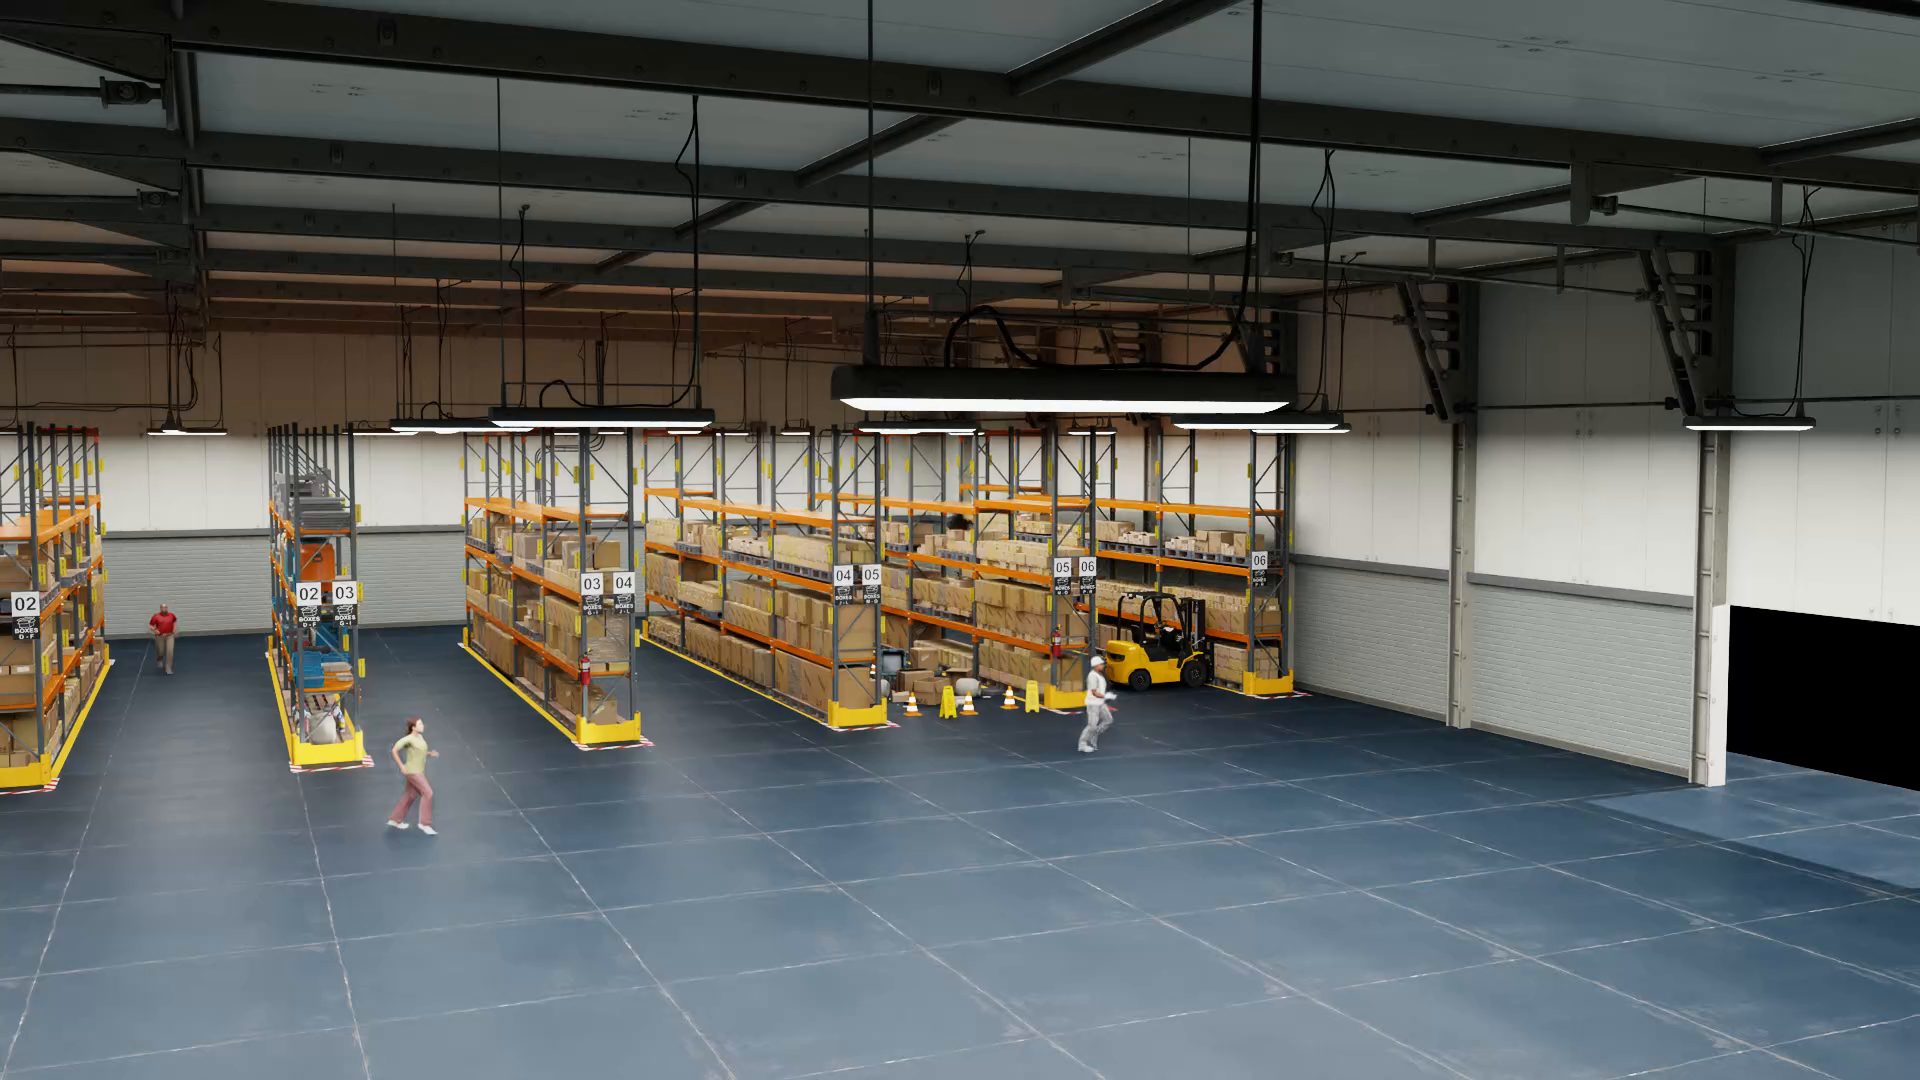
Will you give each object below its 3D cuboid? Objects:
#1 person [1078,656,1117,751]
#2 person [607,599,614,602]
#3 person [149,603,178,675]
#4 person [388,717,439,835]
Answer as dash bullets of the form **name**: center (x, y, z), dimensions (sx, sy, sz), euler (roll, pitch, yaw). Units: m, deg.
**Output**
- **person**: center (2.519, 2.981, 30.291), dimensions (0.738, 1.734, 0.667), euler (1, 4, 20)
- **person**: center (-9.723, 2.017, 46.065), dimensions (0.687, 1.748, 0.693), euler (-1, 4, -22)
- **person**: center (-19.404, 2.397, 40.554), dimensions (0.662, 1.719, 0.932), euler (-2, 4, -35)
- **person**: center (-7.951, 3.419, 24.145), dimensions (0.744, 1.724, 0.562), euler (0, 3, -4)
